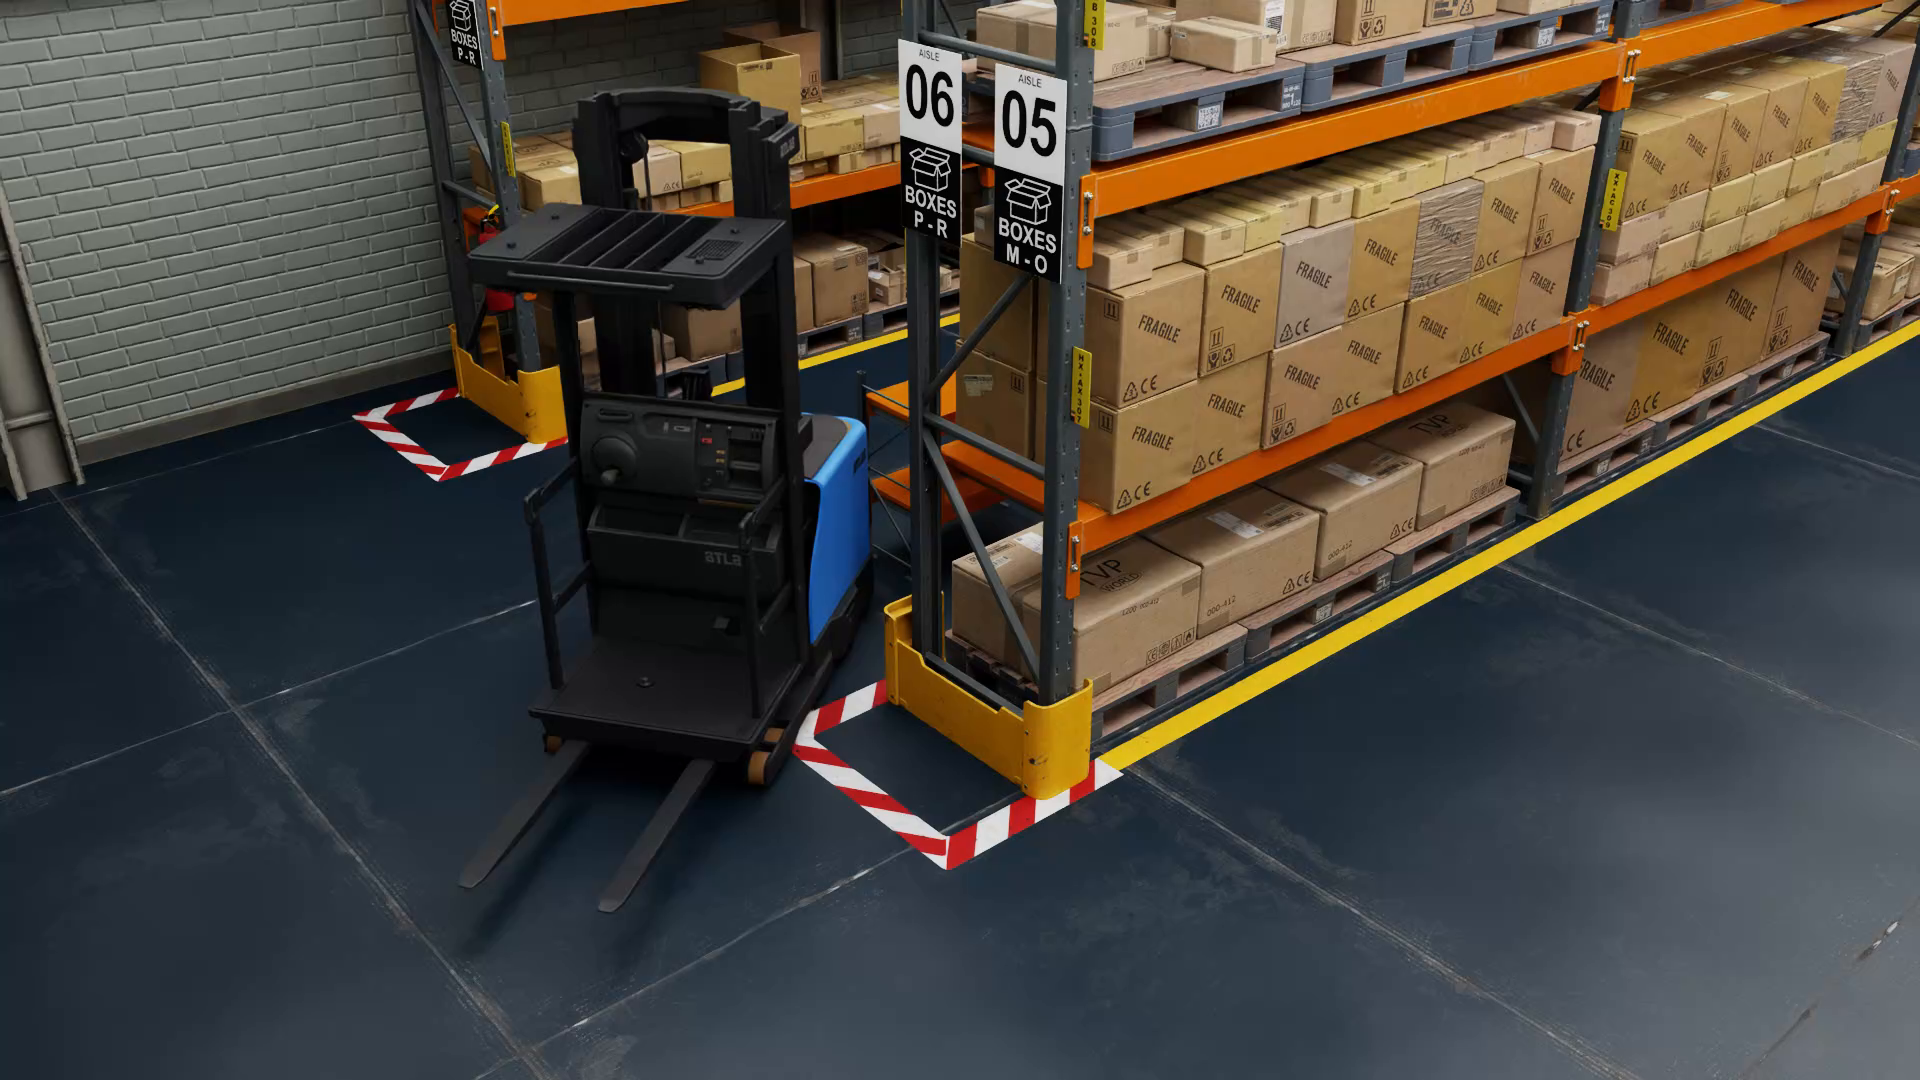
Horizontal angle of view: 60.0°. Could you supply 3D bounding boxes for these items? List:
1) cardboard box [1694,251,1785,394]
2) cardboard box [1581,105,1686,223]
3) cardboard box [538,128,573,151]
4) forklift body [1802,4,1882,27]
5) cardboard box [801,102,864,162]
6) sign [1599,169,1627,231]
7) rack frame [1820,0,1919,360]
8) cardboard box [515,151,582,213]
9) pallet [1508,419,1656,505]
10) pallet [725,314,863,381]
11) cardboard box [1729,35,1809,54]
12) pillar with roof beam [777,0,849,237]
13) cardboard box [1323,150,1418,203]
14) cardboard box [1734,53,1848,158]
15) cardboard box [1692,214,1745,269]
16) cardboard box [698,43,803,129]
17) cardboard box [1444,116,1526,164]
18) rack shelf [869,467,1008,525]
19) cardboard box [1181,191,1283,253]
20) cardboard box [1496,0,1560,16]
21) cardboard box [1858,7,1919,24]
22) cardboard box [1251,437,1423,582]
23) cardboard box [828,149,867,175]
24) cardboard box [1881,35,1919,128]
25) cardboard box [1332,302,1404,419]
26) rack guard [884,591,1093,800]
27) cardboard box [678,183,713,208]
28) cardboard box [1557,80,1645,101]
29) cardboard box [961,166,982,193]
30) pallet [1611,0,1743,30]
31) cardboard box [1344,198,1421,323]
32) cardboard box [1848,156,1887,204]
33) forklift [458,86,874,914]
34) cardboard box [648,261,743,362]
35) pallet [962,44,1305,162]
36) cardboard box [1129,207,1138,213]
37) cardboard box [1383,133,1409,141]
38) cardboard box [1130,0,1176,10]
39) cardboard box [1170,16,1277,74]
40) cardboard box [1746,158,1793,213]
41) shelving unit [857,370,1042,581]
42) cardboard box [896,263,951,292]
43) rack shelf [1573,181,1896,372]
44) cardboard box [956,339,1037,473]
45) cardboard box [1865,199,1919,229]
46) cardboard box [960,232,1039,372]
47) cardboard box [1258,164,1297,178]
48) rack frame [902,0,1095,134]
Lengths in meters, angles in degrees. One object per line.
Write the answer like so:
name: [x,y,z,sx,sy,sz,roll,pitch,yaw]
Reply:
cardboard box: [4.958,-1.642,11.449,0.875,0.875,0.875,-21,35,-34]
cardboard box: [3.697,-2.140,9.404,0.500,0.500,0.500,-21,35,-34]
cardboard box: [-2.521,-2.636,11.344,0.500,0.250,0.500,-22,35,-35]
forklift body: [8.822,-5.464,17.693,1.214,2.155,2.313,-22,35,-35]
cardboard box: [-1.037,-2.917,11.870,0.500,0.250,0.500,-22,35,-35]
sign: [3.537,-1.841,9.010,0.005,0.325,0.100,-22,35,-35]
rack frame: [6.219,-2.847,11.894,0.127,3.000,1.000,-22,35,-35]
cardboard box: [-2.572,-2.285,10.687,0.500,0.250,0.500,-22,35,-35]
pallet: [3.714,-0.656,10.754,1.213,0.211,1.003,-22,35,-35]
pallet: [-1.500,-1.587,12.496,1.213,0.211,1.003,-22,35,-35]
cardboard box: [5.314,-3.113,11.226,0.500,0.500,0.500,-22,35,-35]
pillar with roof beam: [1.631,-4.614,8.837,0.400,9.000,9.100,-22,35,-35]
cardboard box: [1.957,-1.737,7.963,0.250,0.149,0.380,-22,35,-35]
cardboard box: [5.228,-2.770,10.585,0.500,0.500,0.500,-22,35,-35]
cardboard box: [4.475,-1.907,10.295,0.500,0.250,0.500,-22,35,-35]
cardboard box: [-1.431,-3.075,11.370,0.500,0.500,0.500,-21,35,-34]
cardboard box: [2.681,-2.071,8.588,0.250,0.149,0.380,-22,35,-35]
rack shelf: [-0.005,-0.278,9.596,1.000,0.278,0.538,-22,35,-35]
cardboard box: [1.196,-1.411,7.353,0.250,0.149,0.380,-23,36,-36]
cardboard box: [2.697,-2.674,8.103,0.250,0.149,0.380,-21,35,-34]
cardboard box: [7.154,-3.763,12.741,0.500,0.500,0.500,-25,37,-38]
cardboard box: [1.948,-0.251,9.309,0.875,0.438,0.875,-23,36,-36]
cardboard box: [-0.887,-2.768,12.014,0.250,0.149,0.380,-22,35,-36]
cardboard box: [6.711,-3.262,11.804,0.500,0.500,0.500,-23,36,-36]
cardboard box: [1.820,-0.961,8.259,0.500,0.500,0.500,-21,34,-33]
rack guard: [0.115,0.710,7.890,0.348,0.500,1.175,-22,35,-35]
cardboard box: [-1.892,-2.395,11.316,0.250,0.149,0.380,-21,35,-34]
cardboard box: [3.742,-2.496,10.071,0.500,0.500,0.500,-21,35,-34]
cardboard box: [0.044,-2.987,13.674,0.250,0.149,0.380,-24,36,-37]
pallet: [3.841,-3.160,9.501,1.217,0.209,0.805,-24,36,-37]
cardboard box: [1.837,-1.403,8.026,0.500,0.500,0.500,-22,35,-35]
cardboard box: [6.003,-2.533,11.466,0.500,0.250,0.500,-23,36,-37]
forklift: [-1.324,-0.361,7.315,1.130,2.935,3.031,7,29,12]
cardboard box: [-1.889,-1.662,11.883,0.500,0.500,0.700,-20,34,-33]
pallet: [0.690,-1.914,7.060,1.213,0.211,1.003,-22,35,-35]
cardboard box: [0.595,-1.548,7.608,0.250,0.149,0.380,-22,35,-35]
cardboard box: [2.187,-2.159,8.753,0.250,0.149,0.380,-22,35,-35]
cardboard box: [1.873,-4.290,14.041,0.637,0.503,0.797,-23,36,-36]
cardboard box: [1.110,-2.091,7.013,0.250,0.149,0.380,-20,34,-33]
cardboard box: [4.857,-2.281,10.464,0.500,0.250,0.500,-23,36,-36]
shelving unit: [-0.005,-0.494,9.481,1.048,1.125,0.538,-22,35,-35]
cardboard box: [-0.282,-2.054,12.990,0.250,0.149,0.380,-23,36,-36]
rack shelf: [4.697,-1.918,10.919,4.000,0.370,1.077,-22,35,-35]
cardboard box: [0.328,-0.686,7.745,0.500,0.500,0.500,-22,35,-35]
cardboard box: [7.792,-2.501,13.590,0.625,0.372,0.950,-21,34,-33]
cardboard box: [0.345,-1.117,7.491,0.500,0.500,0.500,-21,34,-33]
cardboard box: [1.423,-1.836,8.147,0.250,0.149,0.380,-21,34,-33]
rack frame: [0.133,-3.045,5.901,0.127,3.000,1.000,-22,35,-35]
